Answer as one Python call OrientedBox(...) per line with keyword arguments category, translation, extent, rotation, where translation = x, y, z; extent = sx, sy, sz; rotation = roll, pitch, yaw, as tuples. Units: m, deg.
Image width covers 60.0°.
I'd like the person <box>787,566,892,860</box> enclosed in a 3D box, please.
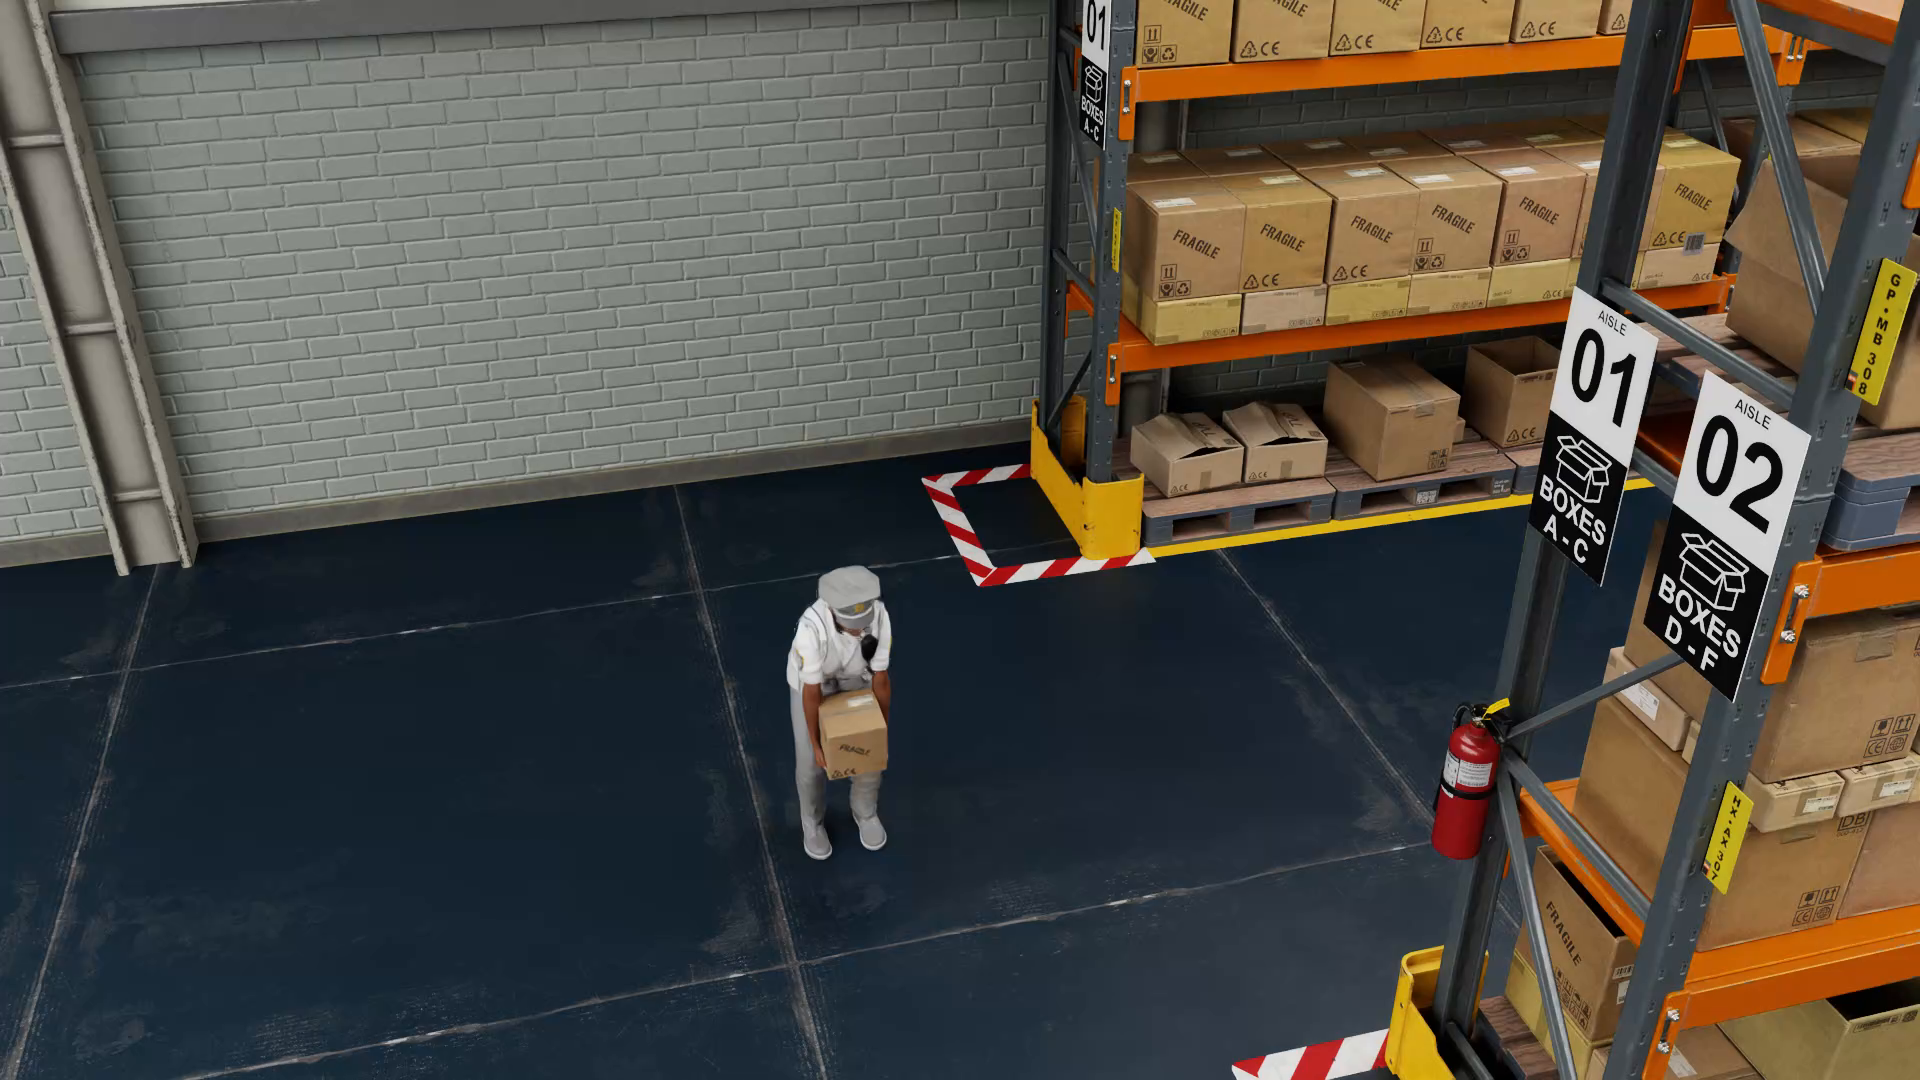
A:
OrientedBox(category="person", translation=(-0.499, 0.731, 7.101), extent=(0.412, 1.558, 0.647), rotation=(-8, 31, -14))
